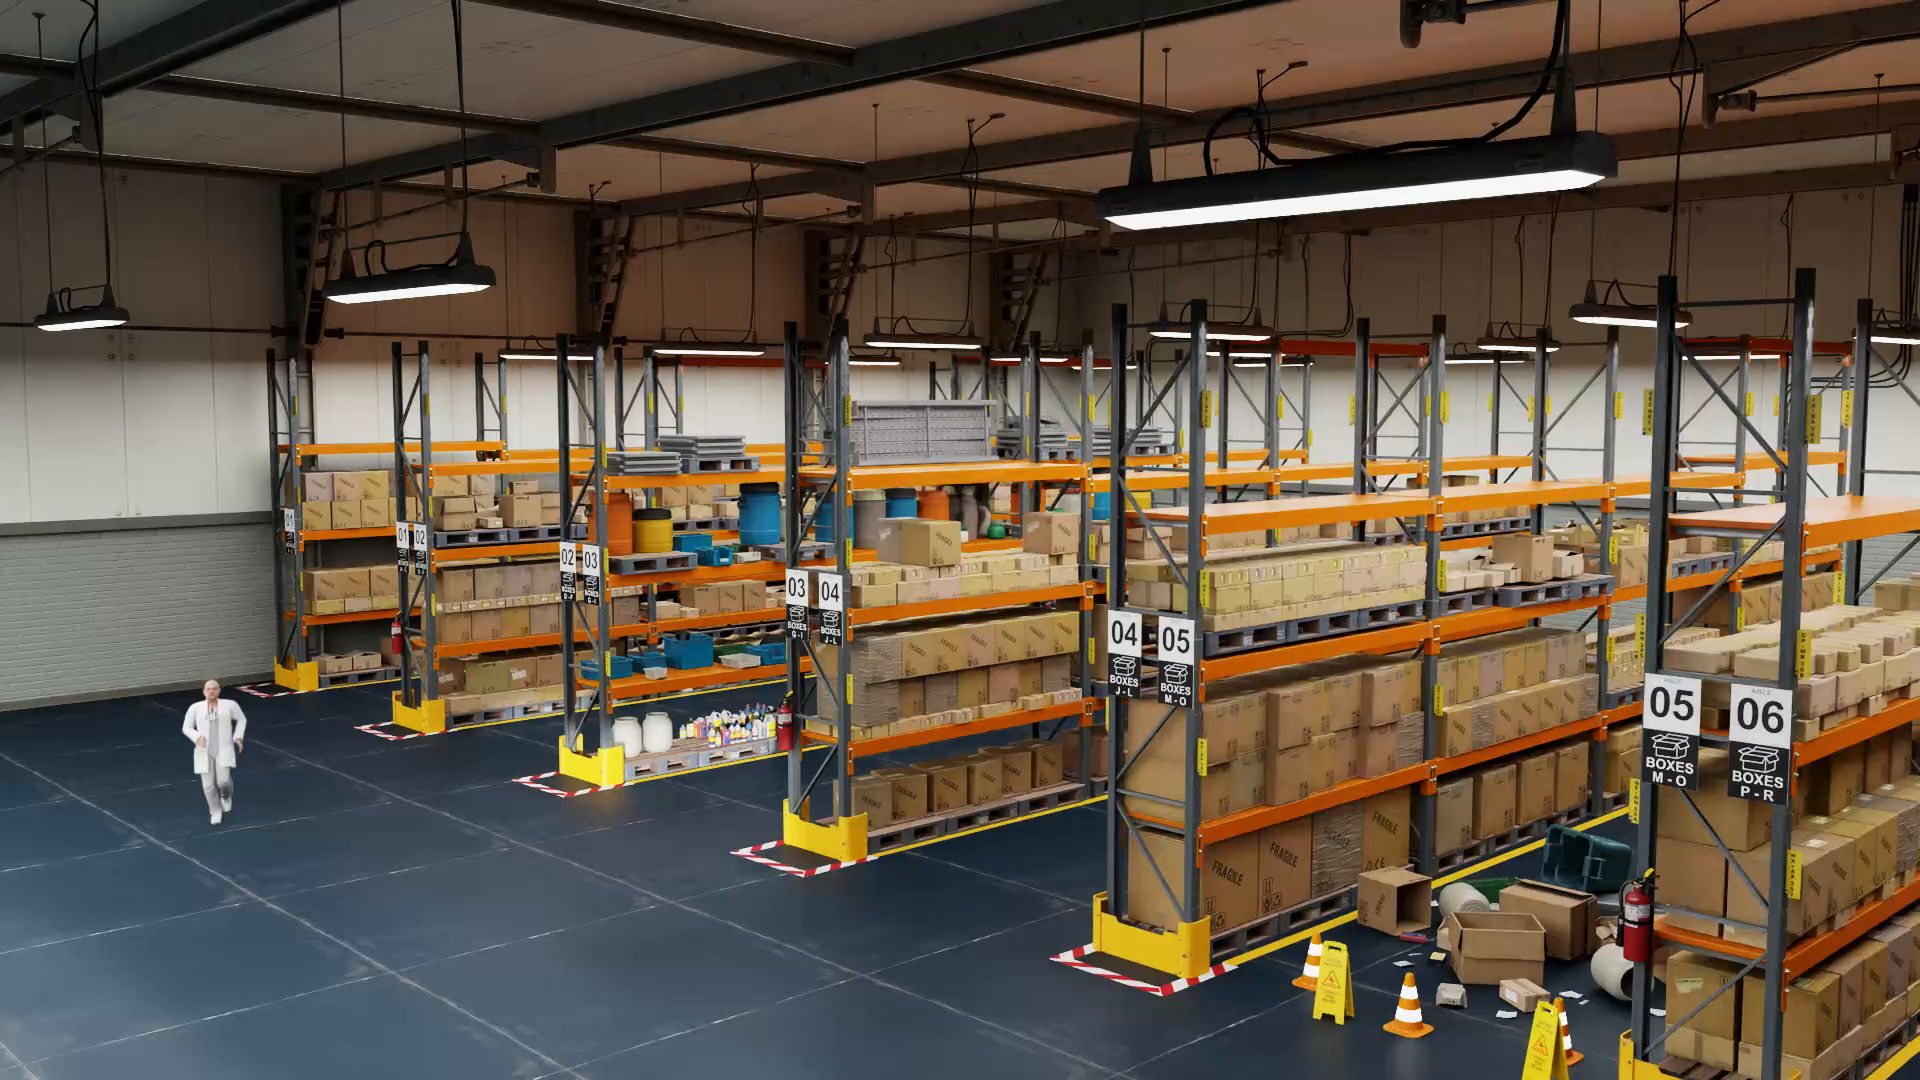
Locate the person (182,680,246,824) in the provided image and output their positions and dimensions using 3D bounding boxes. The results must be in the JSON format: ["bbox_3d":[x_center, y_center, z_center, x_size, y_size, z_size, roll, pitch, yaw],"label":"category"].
[{"bbox_3d":[-9.013,2.564,20.114,0.705,1.737,0.631,-2,5,-21],"label":"person"}]
